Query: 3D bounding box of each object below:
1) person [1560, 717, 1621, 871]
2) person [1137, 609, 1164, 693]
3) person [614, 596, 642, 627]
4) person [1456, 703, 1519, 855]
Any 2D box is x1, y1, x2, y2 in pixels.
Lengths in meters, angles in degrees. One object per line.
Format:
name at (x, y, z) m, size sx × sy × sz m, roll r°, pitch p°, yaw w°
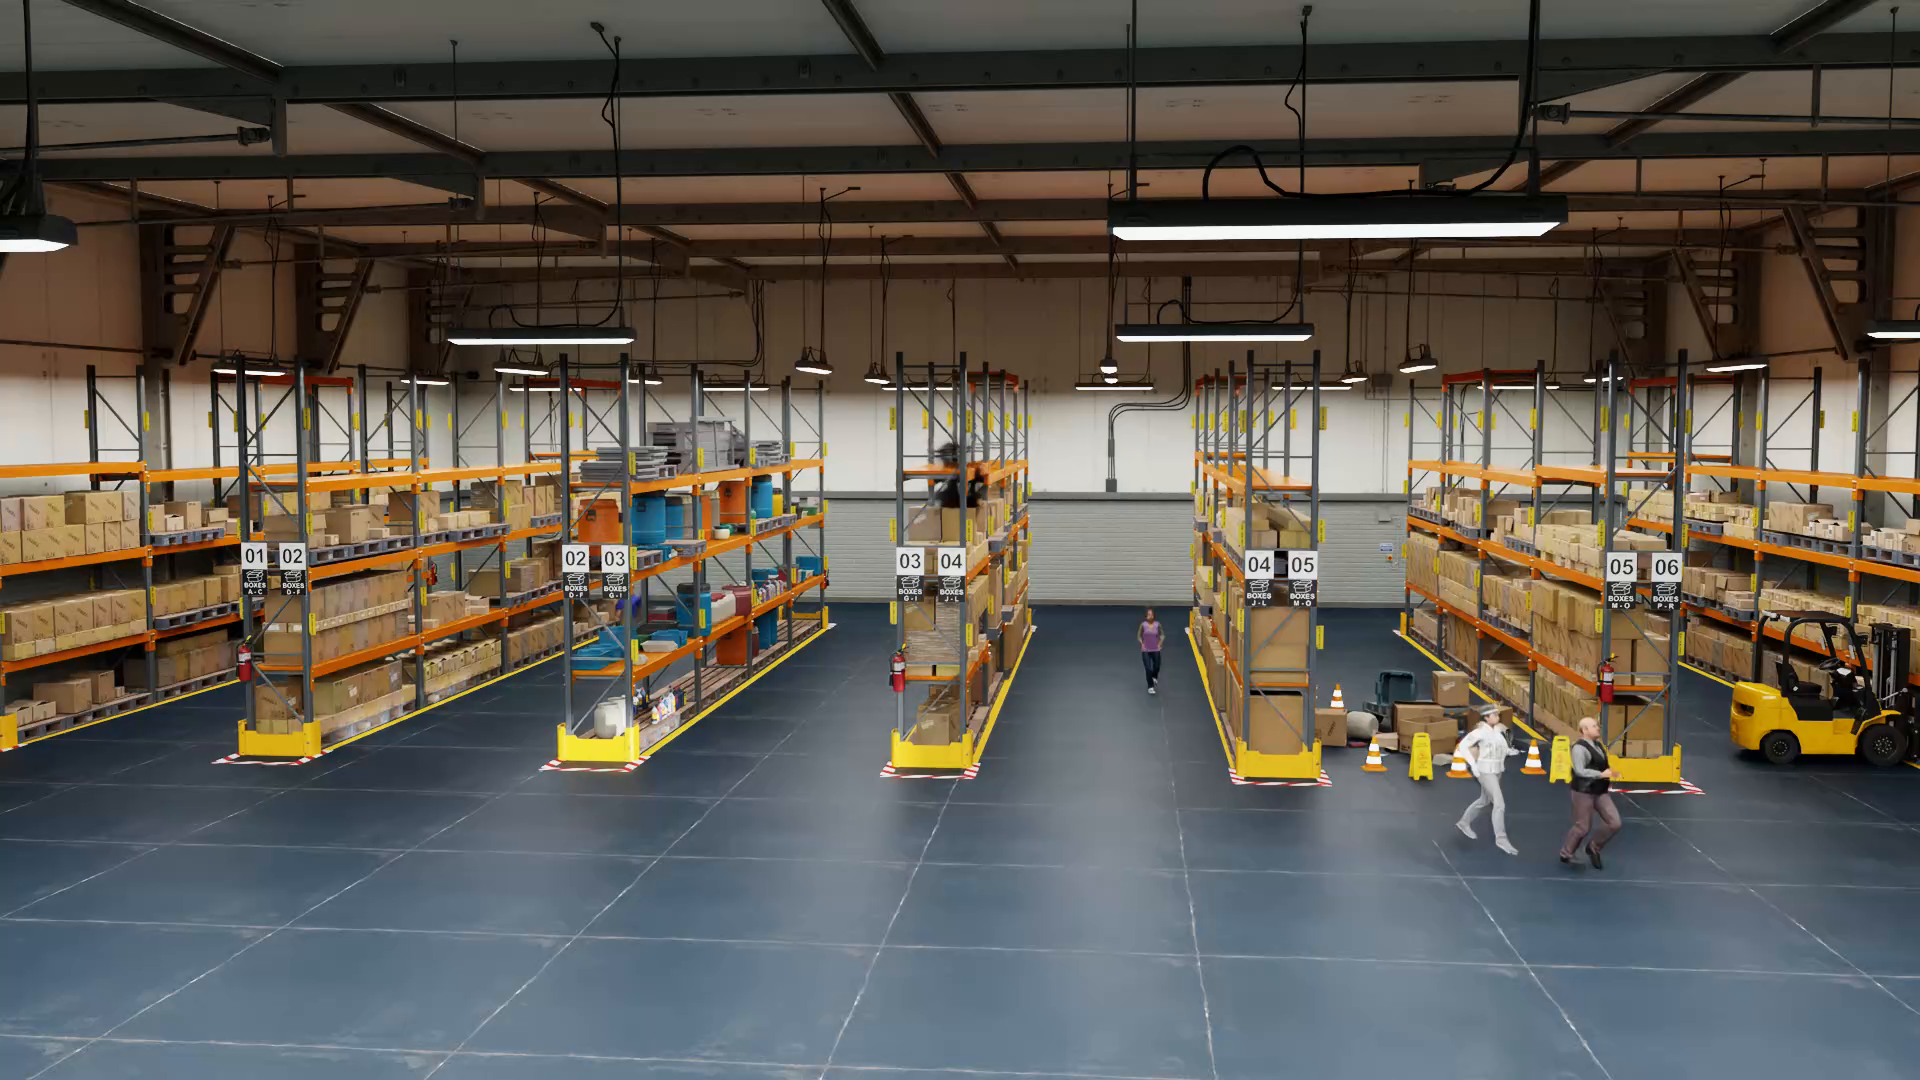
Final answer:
person at (7.033, 2.833, 18.496) m, size 0.629 × 1.723 × 0.692 m, roll -3°, pitch 5°, yaw -37°
person at (3.511, 2.050, 30.609) m, size 0.512 × 1.554 × 0.530 m, roll 0°, pitch 4°, yaw 3°
person at (-6.853, 1.751, 34.392) m, size 0.579 × 1.659 × 0.859 m, roll 0°, pitch 4°, yaw -6°
person at (6.167, 2.759, 19.456) m, size 0.496 × 1.726 × 0.839 m, roll -4°, pitch 6°, yaw -44°
